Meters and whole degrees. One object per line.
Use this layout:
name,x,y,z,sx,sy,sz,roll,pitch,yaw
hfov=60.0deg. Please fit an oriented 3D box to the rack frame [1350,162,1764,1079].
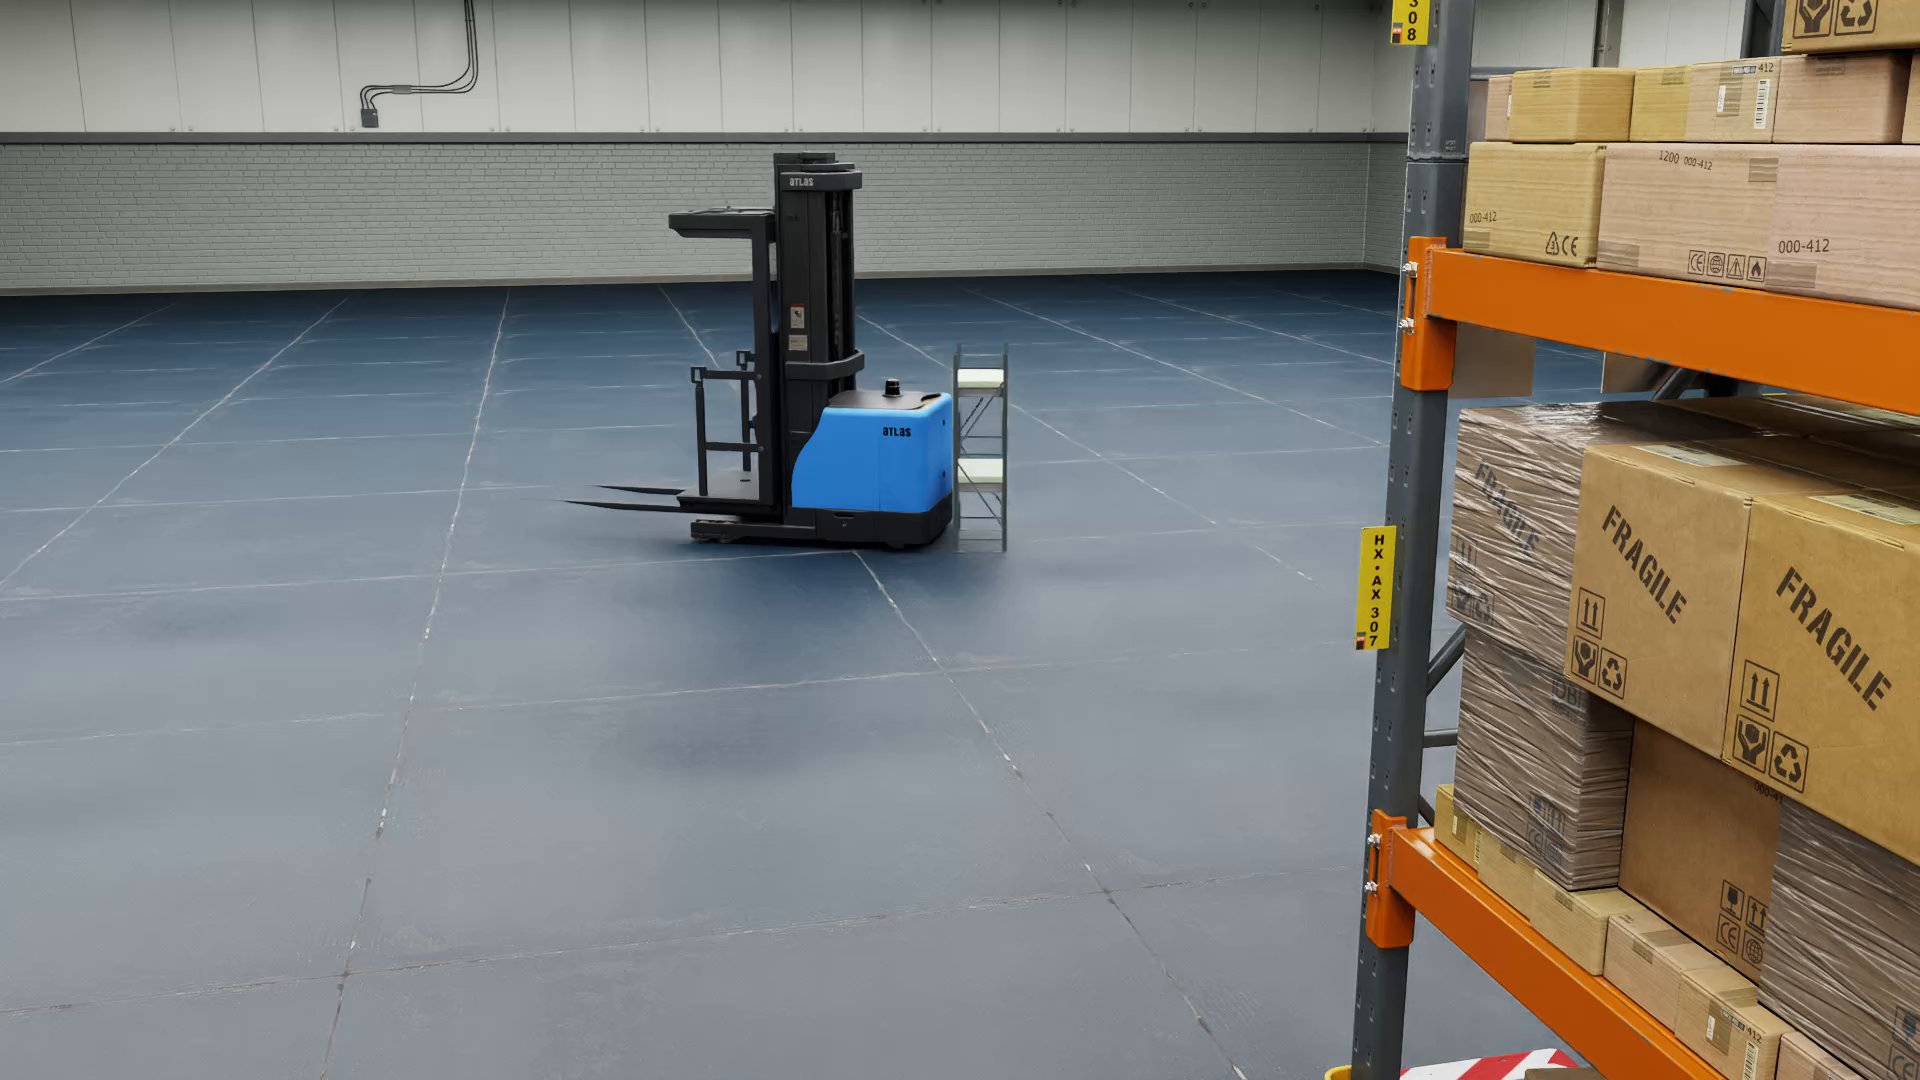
rack frame,1.599,0.515,4.500,1.000,3.000,0.127,-3,14,-13

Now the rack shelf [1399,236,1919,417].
rack shelf,2.068,-0.132,2.341,1.077,0.370,4.000,-3,14,-13

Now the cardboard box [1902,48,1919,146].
cardboard box,1.711,-0.685,2.566,0.380,0.149,0.250,-4,14,-16

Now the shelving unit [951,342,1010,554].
shelving unit,0.164,-0.718,12.704,0.431,1.500,0.755,0,14,2

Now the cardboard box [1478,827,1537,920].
cardboard box,1.474,0.774,3.966,0.380,0.149,0.250,-3,14,-13

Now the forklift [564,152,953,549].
forklift,-1.608,-1.517,12.961,3.031,2.935,1.130,3,14,12

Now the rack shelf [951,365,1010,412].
rack shelf,0.164,-1.097,12.612,0.431,0.370,0.720,0,14,2

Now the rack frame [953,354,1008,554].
rack frame,0.152,-0.631,12.349,0.400,1.500,0.023,0,14,2

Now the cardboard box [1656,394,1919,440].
cardboard box,1.968,-0.051,3.871,0.500,0.500,0.500,-3,14,-13

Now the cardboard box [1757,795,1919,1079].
cardboard box,2.010,0.676,3.001,0.875,0.500,0.500,-3,14,-13

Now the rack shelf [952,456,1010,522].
rack shelf,0.164,-0.401,12.782,0.431,0.370,0.720,0,14,2

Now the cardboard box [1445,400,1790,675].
cardboard box,1.463,-0.022,3.753,0.500,0.500,0.500,-3,14,-13

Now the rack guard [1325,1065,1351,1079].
rack guard,1.616,1.746,4.725,1.175,0.500,0.348,-3,14,-13

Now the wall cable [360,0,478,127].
wall cable,-10.791,-11.211,32.687,2.305,6.003,0.169,-3,14,-13

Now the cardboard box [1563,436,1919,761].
cardboard box,1.573,0.094,3.279,0.500,0.500,0.500,-3,14,-13

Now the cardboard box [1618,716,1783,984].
cardboard box,1.935,0.559,3.483,0.875,0.500,0.500,-3,14,-13

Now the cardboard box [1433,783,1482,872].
cardboard box,1.434,0.716,4.207,0.380,0.149,0.250,-3,14,-13

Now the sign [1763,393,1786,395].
sign,2.143,-0.228,4.433,0.100,0.325,0.005,-3,14,-13

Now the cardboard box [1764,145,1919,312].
cardboard box,1.700,-0.511,2.694,0.500,0.250,0.500,-3,14,-13

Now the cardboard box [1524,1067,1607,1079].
cardboard box,1.729,1.670,4.154,0.500,0.500,0.500,-1,14,-3

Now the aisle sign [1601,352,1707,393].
aisle sign,1.876,-0.779,4.319,0.394,0.787,0.004,-3,14,-13

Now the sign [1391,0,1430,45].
sign,1.071,-1.337,3.917,0.100,0.325,0.005,-3,14,-13

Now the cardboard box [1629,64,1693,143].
cardboard box,1.584,-0.870,3.325,0.380,0.149,0.250,-4,14,-14

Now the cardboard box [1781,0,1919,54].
cardboard box,1.685,-1.021,2.574,0.500,0.500,0.500,-3,14,-13

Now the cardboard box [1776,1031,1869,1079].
cardboard box,1.734,1.004,3.028,0.380,0.149,0.250,-3,14,-13

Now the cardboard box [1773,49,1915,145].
cardboard box,1.632,-0.747,2.821,0.380,0.149,0.250,-3,14,-13

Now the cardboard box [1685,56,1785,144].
cardboard box,1.579,-0.803,3.051,0.380,0.149,0.250,-3,14,-11

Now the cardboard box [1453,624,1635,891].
cardboard box,1.701,0.450,3.927,0.875,0.500,0.500,-3,14,-13

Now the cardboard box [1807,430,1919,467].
cardboard box,2.091,0.064,3.401,0.500,0.500,0.500,-3,14,-13

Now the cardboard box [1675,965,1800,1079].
cardboard box,1.649,0.948,3.258,0.380,0.149,0.250,-3,14,-13

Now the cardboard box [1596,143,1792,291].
cardboard box,1.588,-0.625,3.162,0.500,0.250,0.500,-4,14,-14

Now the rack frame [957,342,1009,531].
rack frame,0.176,-0.804,13.060,0.400,1.500,0.023,0,14,2

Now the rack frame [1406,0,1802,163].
rack frame,1.599,-2.400,3.788,1.000,3.000,0.127,-3,14,-13

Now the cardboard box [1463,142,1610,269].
cardboard box,1.460,-0.744,3.648,0.500,0.250,0.500,-3,14,-12

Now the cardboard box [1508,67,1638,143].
cardboard box,1.405,-0.922,3.535,0.380,0.149,0.250,-3,14,-12

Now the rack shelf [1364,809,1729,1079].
rack shelf,2.068,1.326,2.697,1.077,0.370,4.000,-3,14,-13

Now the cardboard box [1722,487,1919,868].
cardboard box,1.692,0.209,2.807,0.500,0.500,0.500,-3,14,-13

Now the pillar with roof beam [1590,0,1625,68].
pillar with roof beam,7.227,-8.411,28.395,9.100,9.000,0.400,-3,14,-13

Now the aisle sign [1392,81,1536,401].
aisle sign,1.292,-0.746,4.182,0.394,0.787,0.004,-3,14,-13

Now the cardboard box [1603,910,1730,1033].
cardboard box,1.597,0.889,3.495,0.380,0.149,0.250,-3,14,-13

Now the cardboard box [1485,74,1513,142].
cardboard box,1.438,-0.987,3.802,0.380,0.149,0.250,-3,14,-14

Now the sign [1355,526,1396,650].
sign,1.071,0.124,4.274,0.100,0.325,0.005,-3,14,-13

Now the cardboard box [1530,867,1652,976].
cardboard box,1.518,0.833,3.727,0.380,0.149,0.250,-3,14,-13
